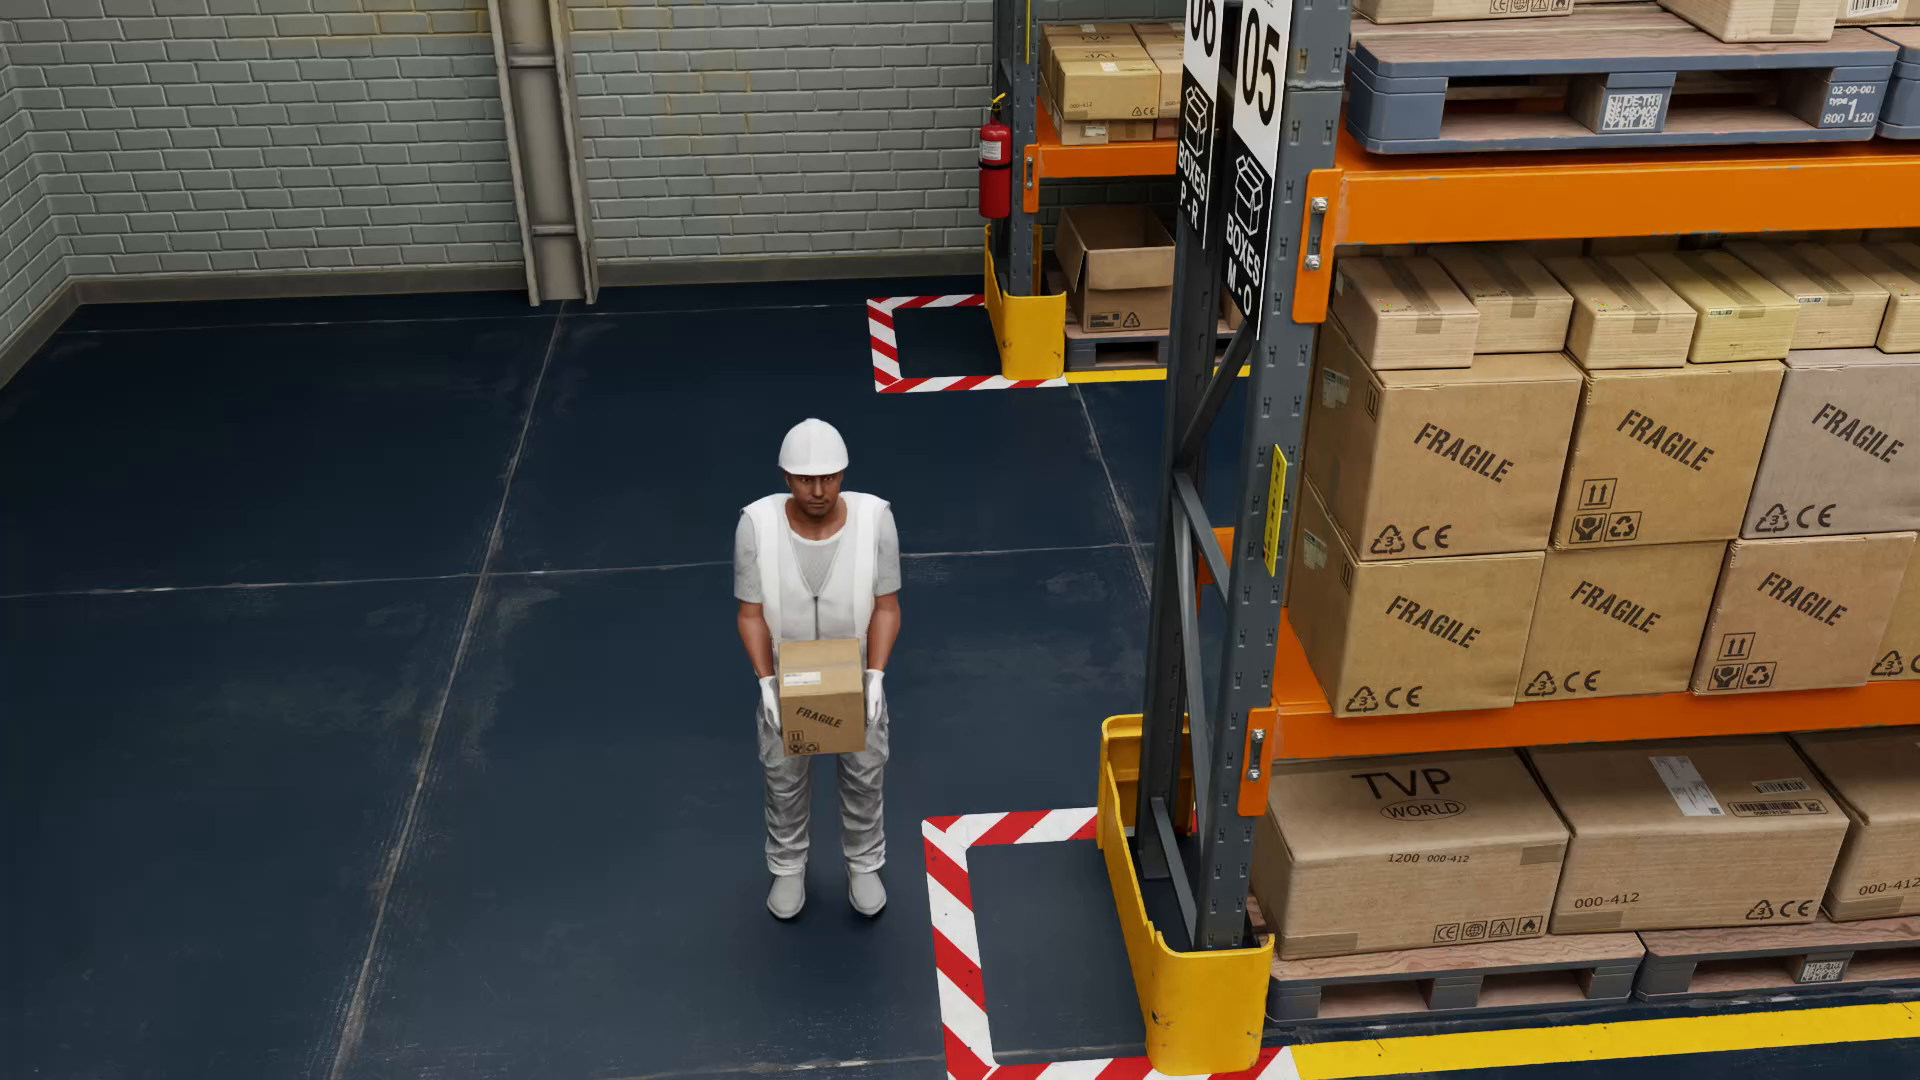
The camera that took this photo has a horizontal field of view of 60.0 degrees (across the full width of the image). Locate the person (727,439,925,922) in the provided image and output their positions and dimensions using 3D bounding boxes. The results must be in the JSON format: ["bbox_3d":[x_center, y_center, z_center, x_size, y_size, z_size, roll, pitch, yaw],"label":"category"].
[{"bbox_3d":[-0.430,0.452,5.364,0.633,1.775,0.449,-4,31,-6],"label":"person"}]
